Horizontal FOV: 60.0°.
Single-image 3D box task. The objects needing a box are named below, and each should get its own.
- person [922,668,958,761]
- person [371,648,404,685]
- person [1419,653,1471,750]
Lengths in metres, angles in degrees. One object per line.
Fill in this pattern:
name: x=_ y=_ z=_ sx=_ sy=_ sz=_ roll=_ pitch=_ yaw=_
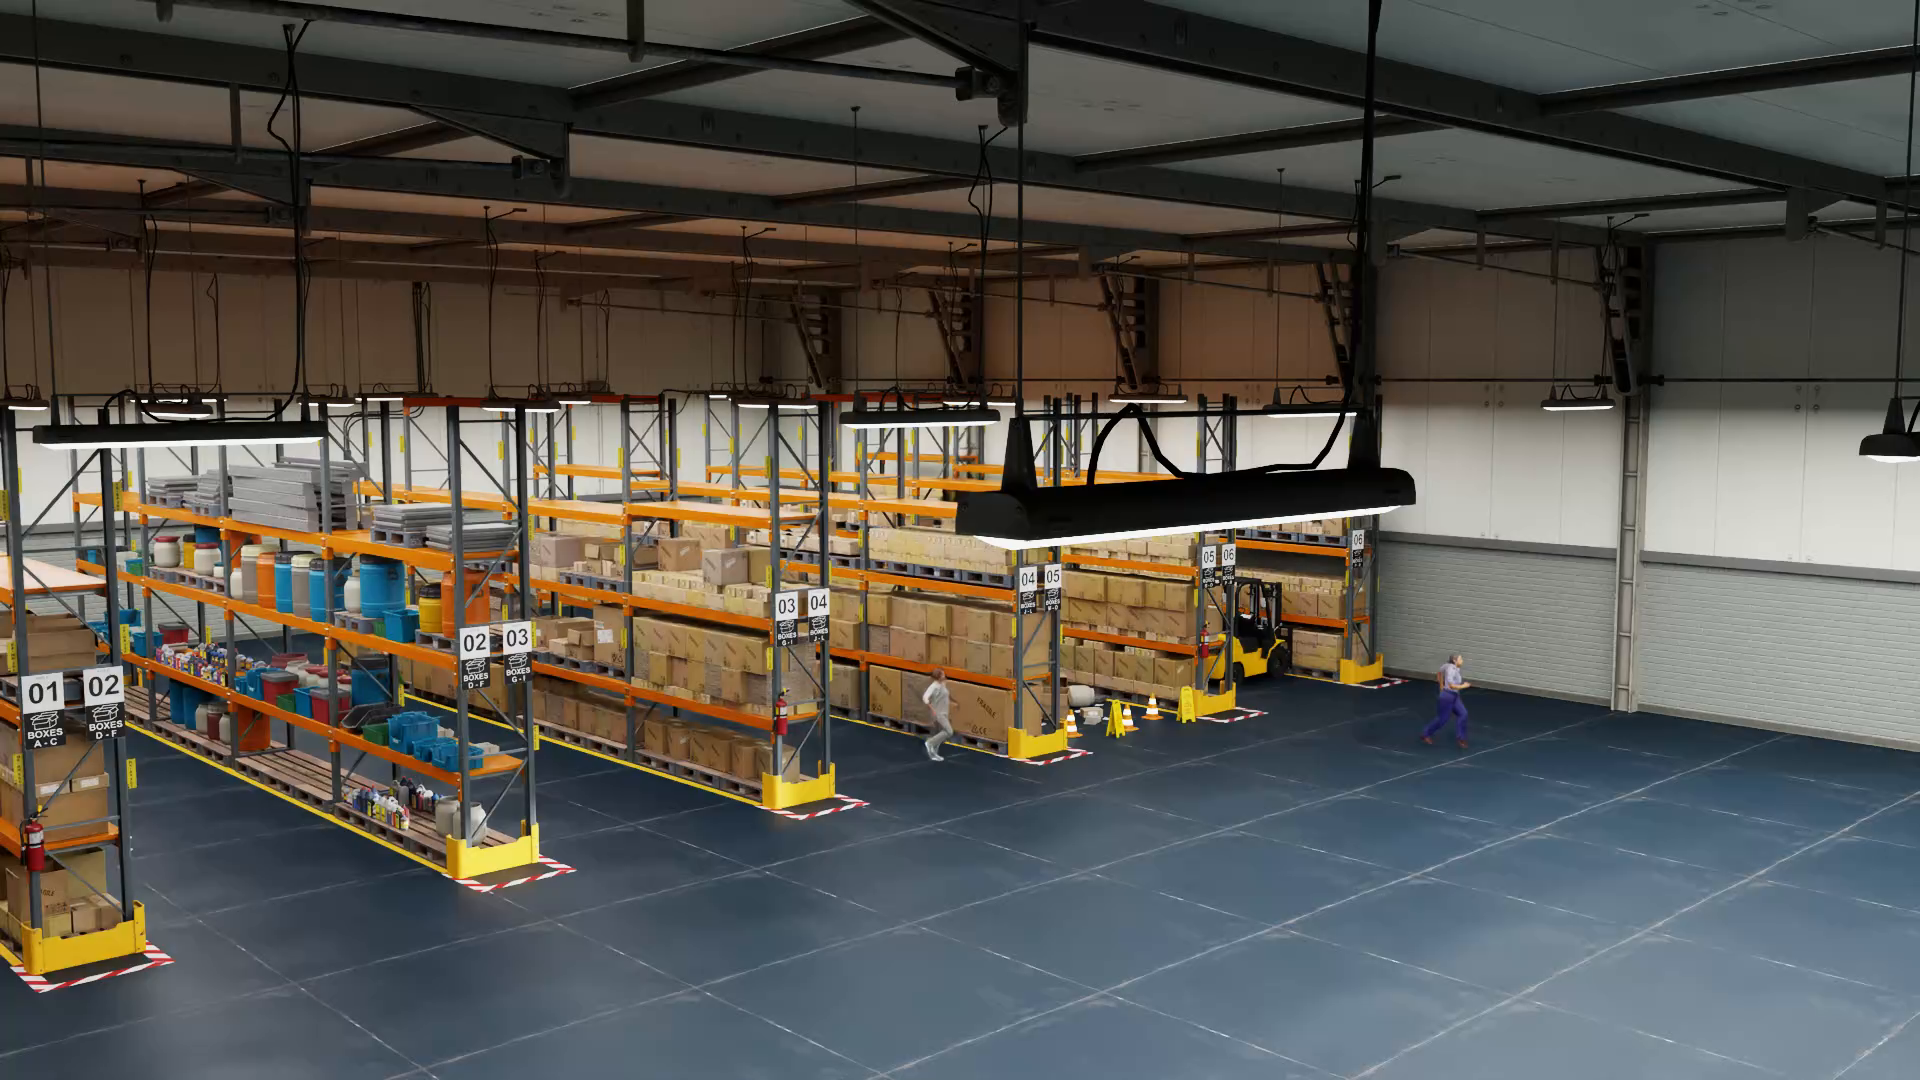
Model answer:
person: x=-0.301 y=2.892 z=27.542 sx=0.540 sy=1.560 sz=0.532 roll=2 pitch=6 yaw=20
person: x=-10.572 y=2.469 z=30.761 sx=0.705 sy=1.824 sz=0.632 roll=4 pitch=7 yaw=38
person: x=8.341 y=2.776 z=28.551 sx=0.863 sy=1.682 sz=0.627 roll=2 pitch=6 yaw=18
